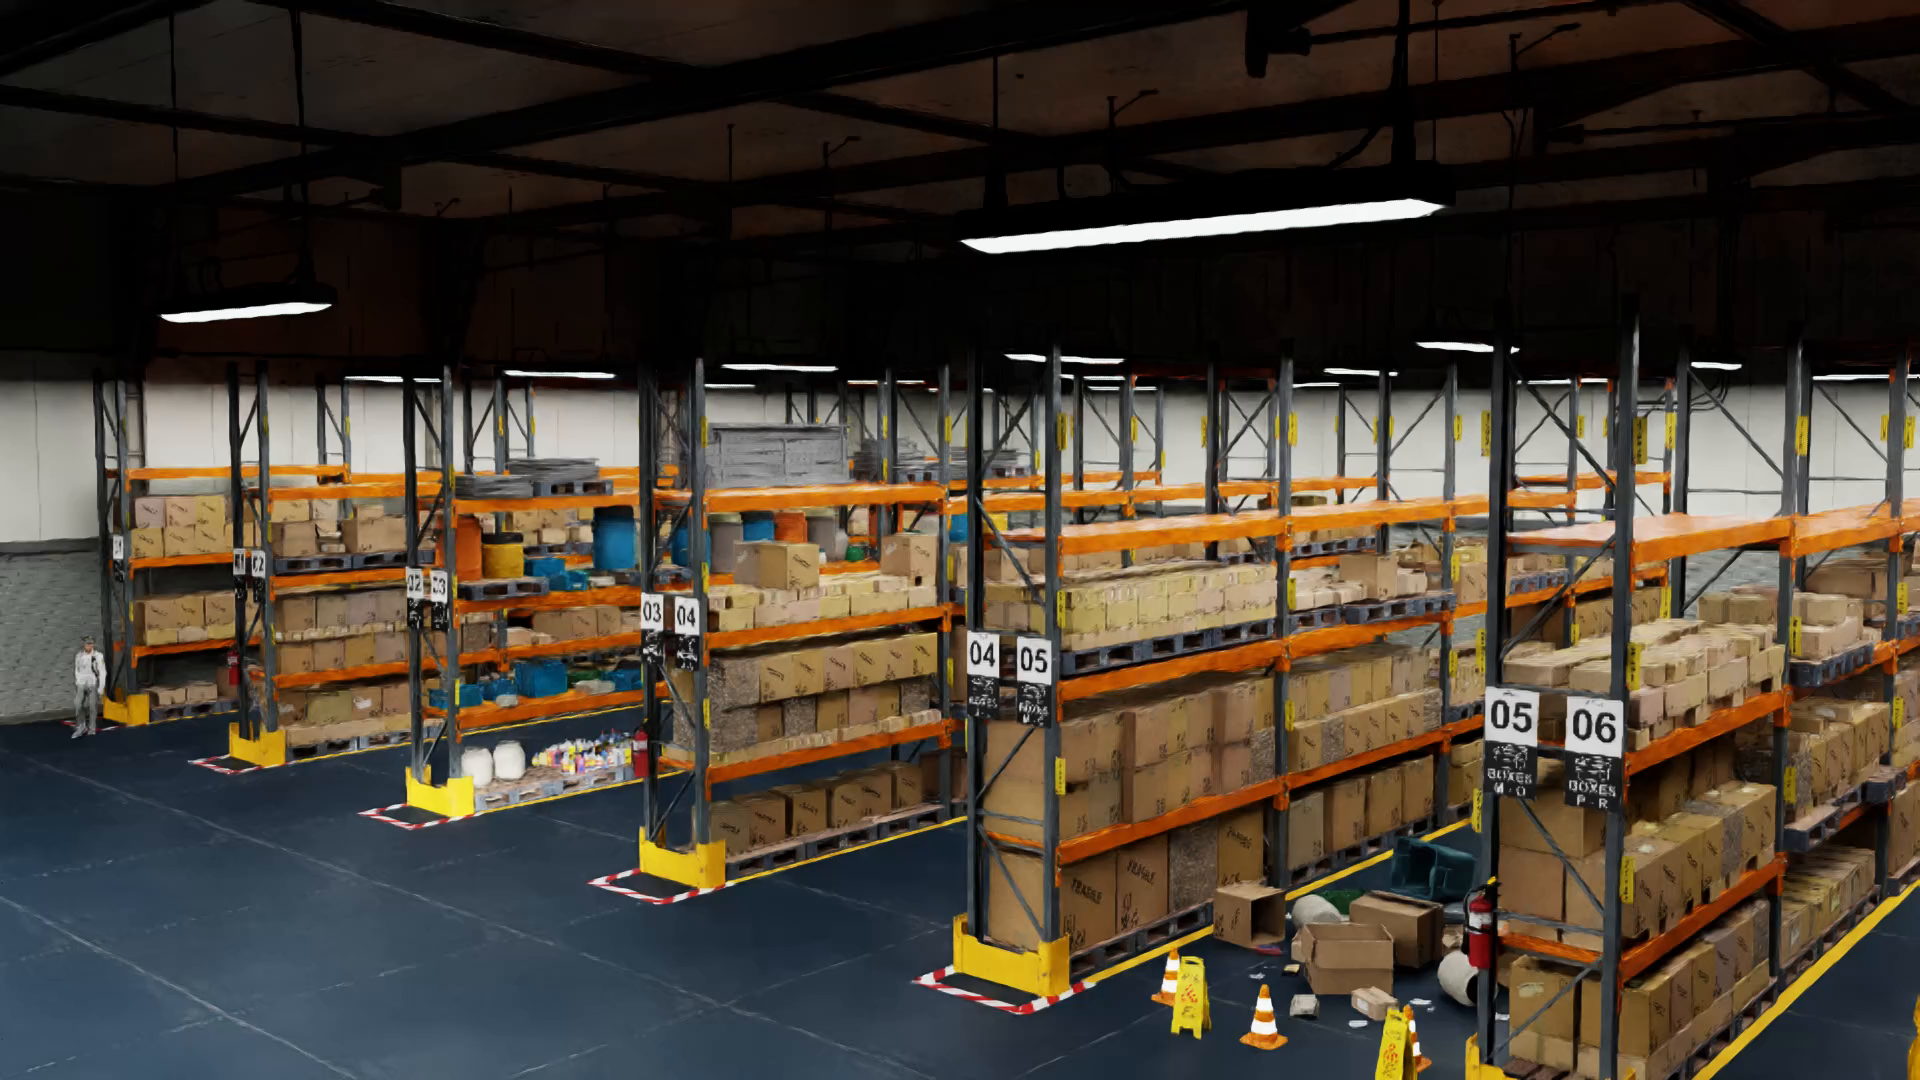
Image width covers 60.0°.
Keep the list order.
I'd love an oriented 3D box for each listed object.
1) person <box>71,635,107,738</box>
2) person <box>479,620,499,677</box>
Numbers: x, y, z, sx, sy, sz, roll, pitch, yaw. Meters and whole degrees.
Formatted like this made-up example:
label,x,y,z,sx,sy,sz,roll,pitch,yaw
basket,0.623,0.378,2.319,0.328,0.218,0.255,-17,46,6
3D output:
label,x,y,z,sx,sy,sz,roll,pitch,yaw
person,-14.061,2.345,26.852,0.555,1.677,0.497,-1,4,-15
person,-8.524,2.107,30.315,0.677,1.674,0.534,4,5,40
